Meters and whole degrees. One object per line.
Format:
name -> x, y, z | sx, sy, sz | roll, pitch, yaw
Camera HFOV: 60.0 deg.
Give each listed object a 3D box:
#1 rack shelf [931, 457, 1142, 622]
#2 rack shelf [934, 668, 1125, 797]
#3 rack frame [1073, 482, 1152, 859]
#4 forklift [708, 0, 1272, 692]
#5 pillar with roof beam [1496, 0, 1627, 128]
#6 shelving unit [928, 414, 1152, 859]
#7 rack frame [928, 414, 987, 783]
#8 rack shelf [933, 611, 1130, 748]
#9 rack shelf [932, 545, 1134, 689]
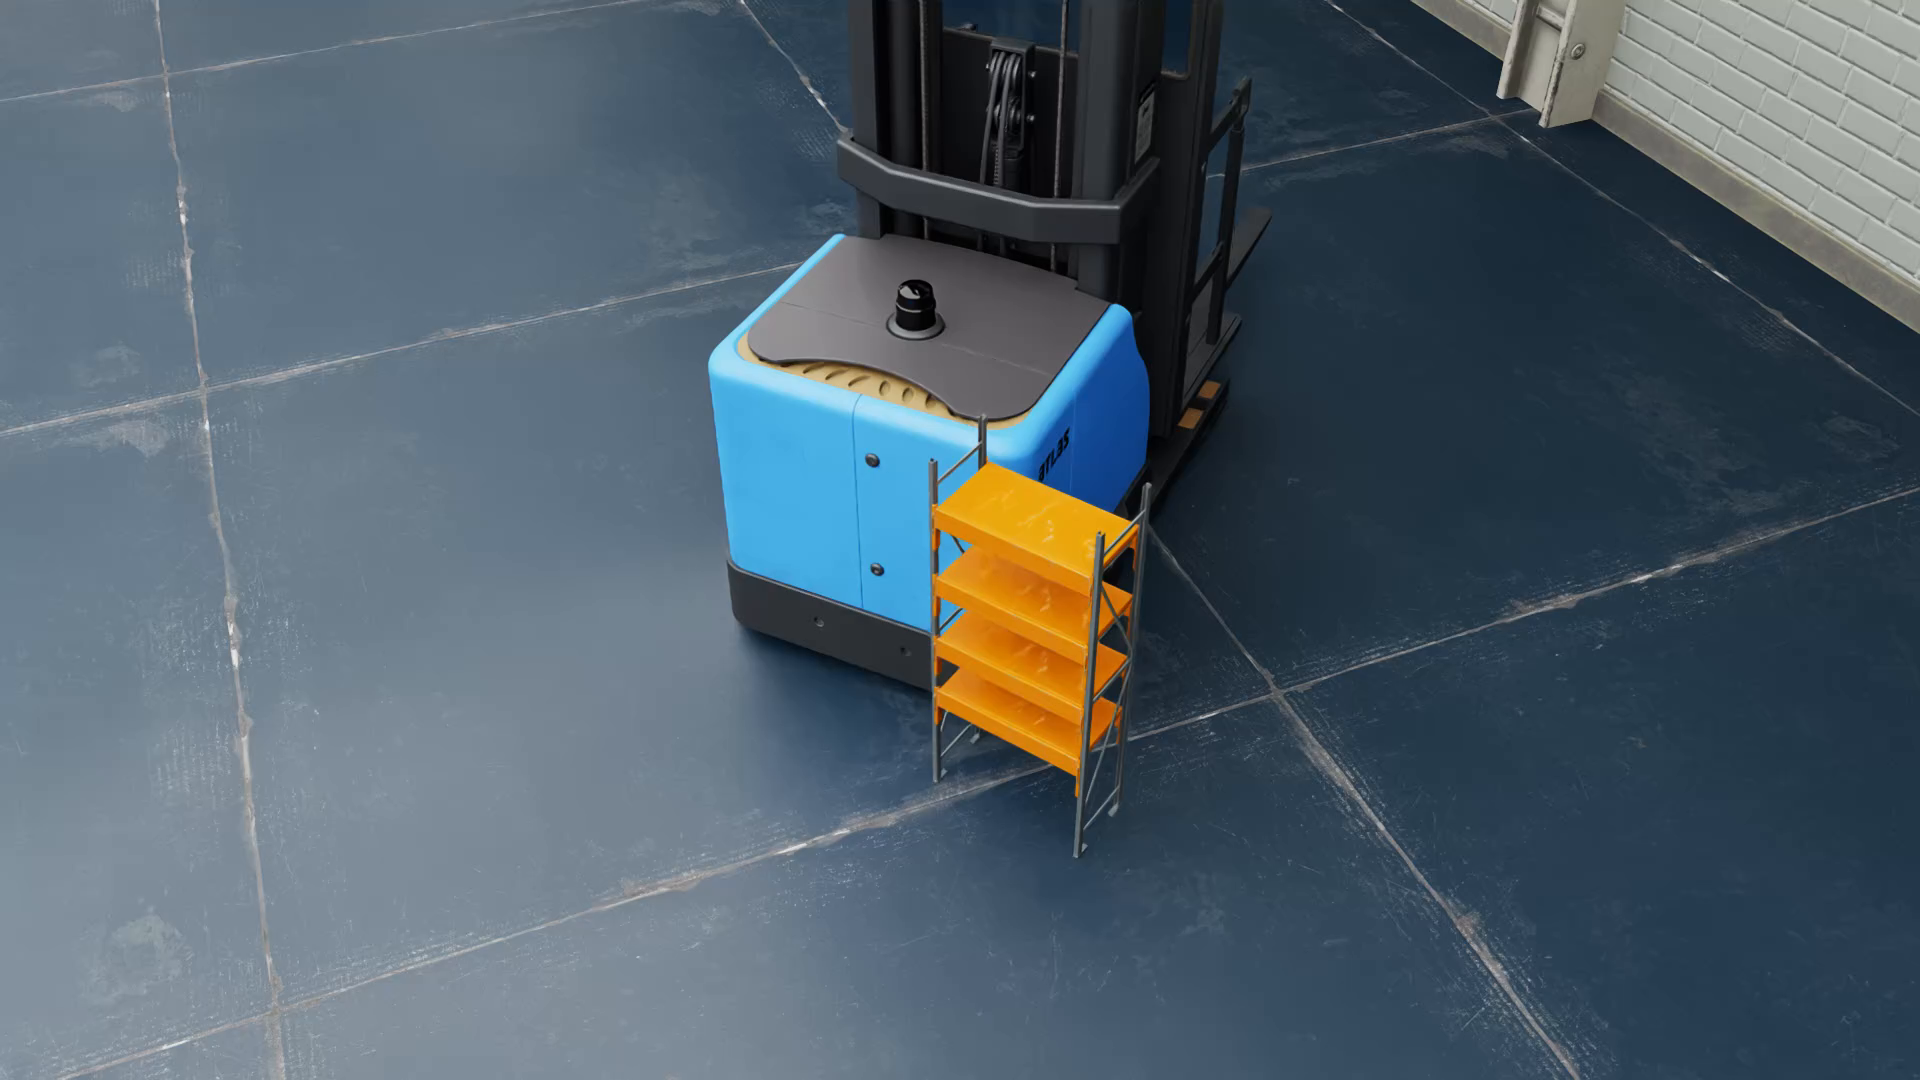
rack shelf -> 0.195, -0.009, 4.238 | 0.480, 0.148, 0.258 | 24, 46, 26
rack shelf -> 0.195, 0.490, 4.667 | 0.480, 0.148, 0.258 | 24, 46, 26
rack frame -> 0.395, 0.380, 4.388 | 0.015, 1.200, 0.240 | 24, 46, 26
forklift -> 0.359, -1.547, 5.301 | 1.130, 2.935, 3.031 | 17, 44, 19
pillar with roof beam -> -1.070, -4.494, 4.075 | 9.100, 9.000, 0.400 | -15, 43, -17
shelving unit -> 0.195, 0.289, 4.494 | 0.503, 1.200, 0.258 | 24, 46, 26
rack frame -> -0.005, 0.198, 4.600 | 0.015, 1.200, 0.240 | 24, 46, 26
rack shelf -> 0.195, 0.340, 4.538 | 0.480, 0.148, 0.258 | 24, 46, 26
rack shelf -> 0.195, 0.170, 4.392 | 0.480, 0.148, 0.258 | 24, 46, 26
